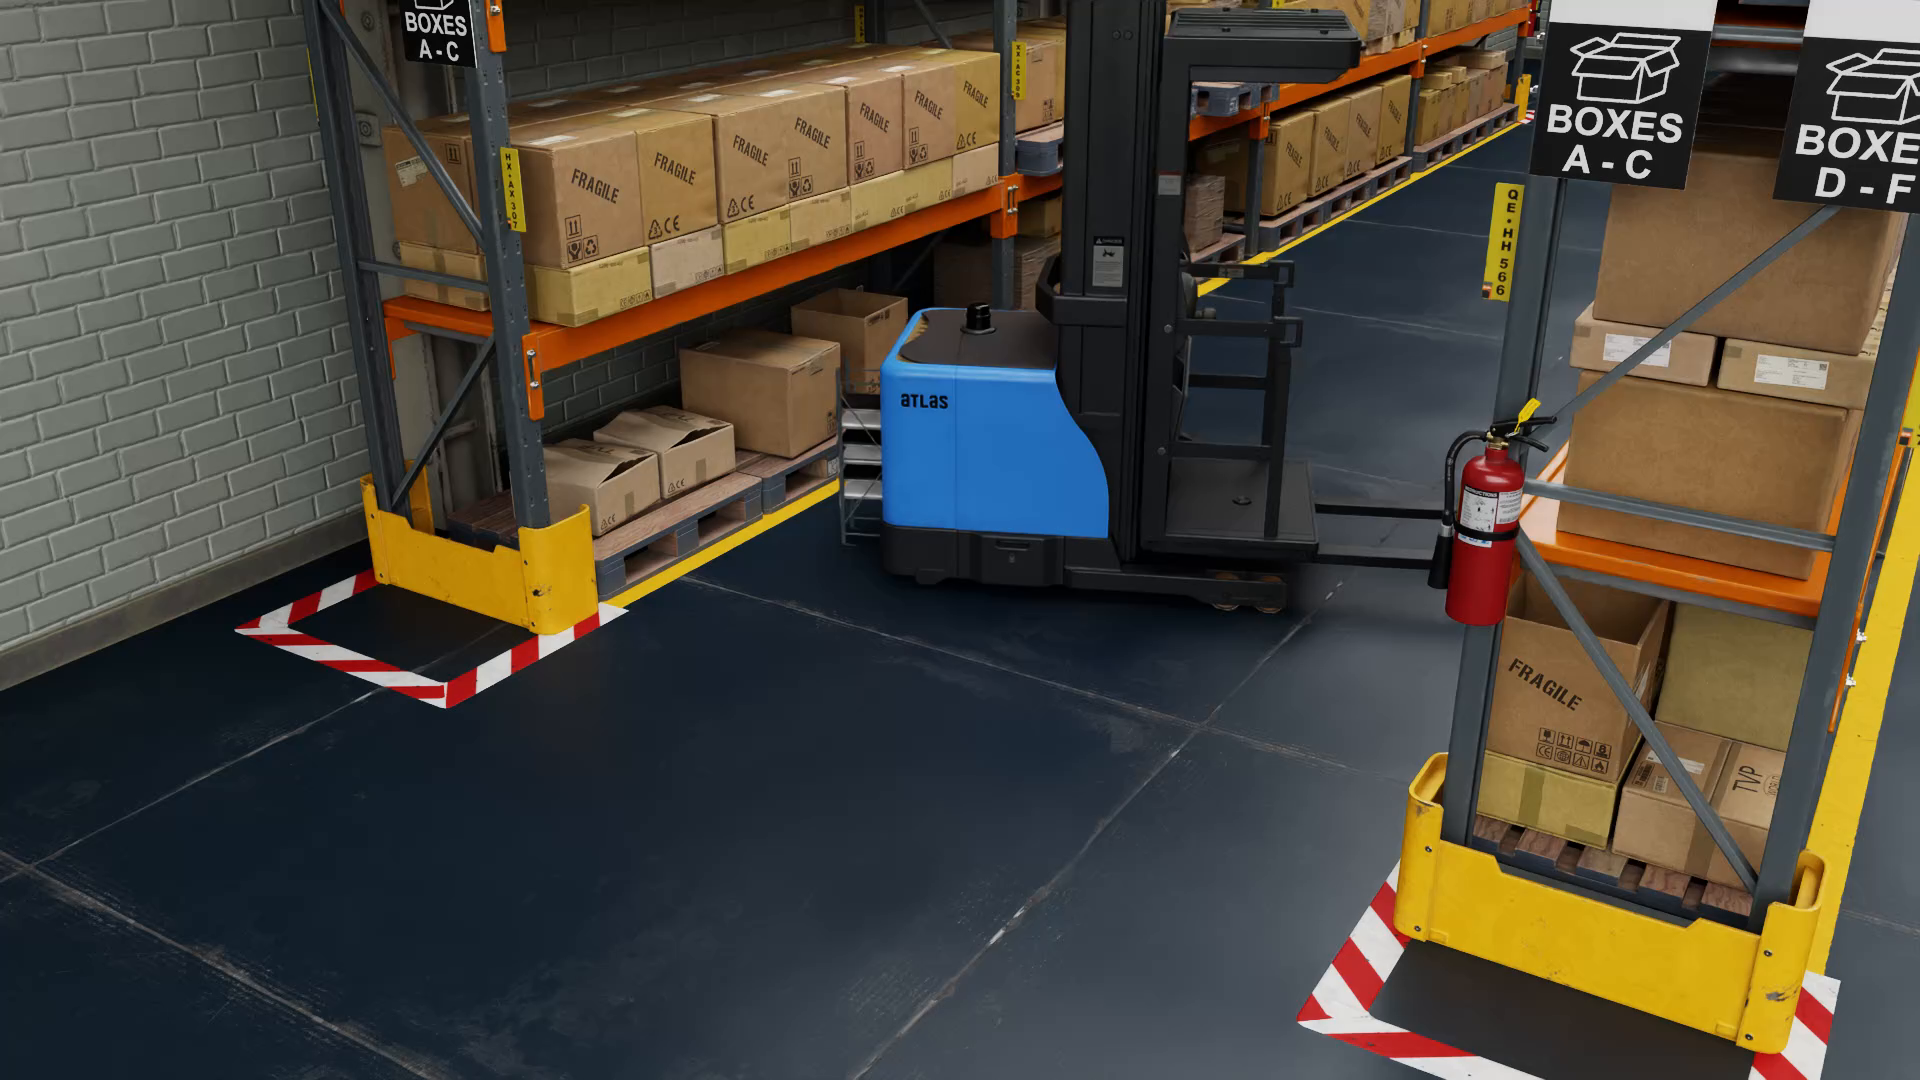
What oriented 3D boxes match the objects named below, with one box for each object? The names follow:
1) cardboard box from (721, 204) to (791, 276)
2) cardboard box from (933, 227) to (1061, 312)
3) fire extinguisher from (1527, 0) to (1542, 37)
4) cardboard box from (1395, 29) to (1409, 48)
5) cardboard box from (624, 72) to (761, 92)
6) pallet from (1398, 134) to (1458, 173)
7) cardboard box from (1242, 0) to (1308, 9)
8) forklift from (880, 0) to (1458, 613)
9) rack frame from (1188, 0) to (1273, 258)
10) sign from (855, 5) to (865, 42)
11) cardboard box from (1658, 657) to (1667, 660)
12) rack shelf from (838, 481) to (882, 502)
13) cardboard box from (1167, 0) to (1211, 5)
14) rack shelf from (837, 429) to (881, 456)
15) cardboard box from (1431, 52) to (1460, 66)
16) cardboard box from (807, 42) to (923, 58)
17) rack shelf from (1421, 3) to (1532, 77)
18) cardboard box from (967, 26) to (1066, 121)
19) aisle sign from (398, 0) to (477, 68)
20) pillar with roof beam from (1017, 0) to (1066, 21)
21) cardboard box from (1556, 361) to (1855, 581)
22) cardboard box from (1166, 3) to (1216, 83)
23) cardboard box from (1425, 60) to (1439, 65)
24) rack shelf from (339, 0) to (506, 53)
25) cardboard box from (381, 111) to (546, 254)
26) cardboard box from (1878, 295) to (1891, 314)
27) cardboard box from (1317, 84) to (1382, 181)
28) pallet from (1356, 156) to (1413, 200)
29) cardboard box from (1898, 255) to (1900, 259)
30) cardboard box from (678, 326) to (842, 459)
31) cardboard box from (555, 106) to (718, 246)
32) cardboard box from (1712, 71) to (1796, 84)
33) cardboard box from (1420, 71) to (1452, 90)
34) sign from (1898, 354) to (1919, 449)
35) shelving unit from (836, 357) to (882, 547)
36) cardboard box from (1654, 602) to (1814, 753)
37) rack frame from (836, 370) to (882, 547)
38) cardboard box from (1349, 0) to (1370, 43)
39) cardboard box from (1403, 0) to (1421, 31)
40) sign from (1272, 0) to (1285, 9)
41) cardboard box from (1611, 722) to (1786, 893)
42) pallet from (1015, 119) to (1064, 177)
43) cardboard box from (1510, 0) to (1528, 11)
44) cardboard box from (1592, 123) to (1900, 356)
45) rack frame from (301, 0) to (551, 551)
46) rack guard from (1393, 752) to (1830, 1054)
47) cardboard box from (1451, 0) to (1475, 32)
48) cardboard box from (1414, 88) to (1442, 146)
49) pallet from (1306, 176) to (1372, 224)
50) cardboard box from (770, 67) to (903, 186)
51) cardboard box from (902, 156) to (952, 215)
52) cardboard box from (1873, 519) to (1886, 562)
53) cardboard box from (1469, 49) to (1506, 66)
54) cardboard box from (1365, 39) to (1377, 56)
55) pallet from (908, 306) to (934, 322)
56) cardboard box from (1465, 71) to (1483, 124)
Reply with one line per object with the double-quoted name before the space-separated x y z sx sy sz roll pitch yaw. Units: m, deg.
"cardboard box" -1.172 -1.491 8.083 0.500 0.250 0.500 13 27 28
"cardboard box" 0.249 -1.761 11.134 0.700 0.500 0.500 15 28 31
"fire extinguisher" 6.677 -6.252 19.482 0.296 0.674 0.183 14 27 29
"cardboard box" 4.044 -4.784 15.817 0.380 0.149 0.250 14 27 30
"cardboard box" -1.358 -2.105 8.557 0.500 0.500 0.500 14 27 30
"pallet" 4.563 -4.115 17.489 1.003 0.211 1.213 14 27 29
"cardboard box" 2.459 -4.106 13.433 0.500 0.500 0.500 15 27 30
"forklift" 1.189 -1.242 7.428 3.031 2.935 1.130 3 24 8
"rack frame" 1.985 -3.804 13.262 1.000 3.000 0.127 14 27 29
"sign" -0.598 -3.100 10.179 0.100 0.325 0.005 14 27 29
"cardboard box" 2.523 0.419 6.440 0.500 0.250 0.500 14 27 29
"rack shelf" -0.449 -0.227 8.177 0.258 0.077 0.200 3 24 8
"cardboard box" 1.671 -4.115 12.484 0.380 0.149 0.250 9 25 20
"rack shelf" -0.450 -0.475 8.070 0.258 0.077 0.200 3 24 8
"cardboard box" 5.418 -5.419 18.793 0.380 0.149 0.250 14 27 29
"cardboard box" -0.550 -2.624 9.755 0.500 0.500 0.500 13 27 28
"rack shelf" 5.150 -5.499 18.082 1.077 0.370 4.000 14 27 29
"cardboard box" 0.473 -3.054 10.848 0.700 0.500 0.500 17 29 34
"aisle sign" -2.018 -2.210 6.307 0.394 0.787 0.004 14 27 29
"pillar with roof beam" 4.222 -5.398 9.391 9.100 9.000 0.400 14 27 29
"cardboard box" 2.233 -0.268 4.967 0.700 0.500 0.500 14 27 29
"cardboard box" 1.474 -3.697 12.334 0.700 0.500 0.500 11 26 24
"cardboard box" 5.016 -5.161 18.197 0.380 0.149 0.250 13 27 28
"rack shelf" -1.180 -2.825 8.131 1.077 0.370 4.000 14 27 29
"cardboard box" -2.167 -1.592 7.372 0.500 0.500 0.500 14 27 28
"cardboard box" 2.635 -0.672 5.083 0.380 0.149 0.250 14 27 29
"cardboard box" 3.396 -3.813 15.460 0.750 0.750 0.750 15 27 31
"pallet" 3.752 -3.598 16.296 1.003 0.211 1.213 14 27 29
"cardboard box" 3.043 -0.933 5.687 0.380 0.149 0.250 13 27 28
"cardboard box" -1.063 -0.803 8.922 0.700 0.500 0.500 12 26 26
"cardboard box" -1.459 -1.651 7.509 0.500 0.500 0.500 14 27 29
"cardboard box" 3.063 -1.399 5.948 0.700 0.500 0.500 14 27 29
"cardboard box" 4.912 -4.806 17.377 0.380 0.149 0.250 15 28 31
"sign" 2.444 -0.382 4.168 0.100 0.325 0.005 14 27 29
"shelving unit" -0.450 -0.423 8.093 0.258 0.900 0.210 3 24 8
"cardboard box" 2.710 0.354 5.644 0.500 0.500 0.500 14 27 29
"rack frame" -0.465 -0.383 8.000 0.240 0.900 0.006 3 24 8
"cardboard box" 3.274 -4.625 14.633 0.500 0.500 0.500 15 27 30
"cardboard box" 4.066 -5.137 15.815 0.500 0.500 0.500 13 27 28
"sign" 2.451 -4.189 12.792 0.100 0.325 0.005 14 27 29
"cardboard box" 2.447 0.868 5.403 0.500 0.250 0.500 14 27 29
"pallet" 0.402 -2.593 10.707 1.003 0.211 1.213 14 27 29
"cardboard box" 5.944 -6.468 19.037 0.980 0.700 0.700 15 28 31
"cardboard box" 2.261 -0.881 4.751 0.700 0.500 0.500 14 27 29
"rack frame" -2.235 -1.104 7.024 1.000 3.000 0.127 14 27 29
"rack guard" 1.963 1.088 5.107 1.175 0.500 0.348 14 27 29
"cardboard box" 4.785 -5.717 17.302 0.980 0.700 0.700 13 27 28
"cardboard box" 4.577 -4.431 17.327 0.700 0.500 0.500 14 27 30
"pallet" 3.109 -3.185 15.341 1.003 0.211 1.213 14 27 29
"cardboard box" -0.645 -2.177 8.722 0.500 0.500 0.500 13 27 27
"cardboard box" -0.387 -2.005 9.268 0.500 0.250 0.500 14 27 29
"cardboard box" 4.027 -0.146 7.743 0.500 0.250 0.500 14 27 29
"cardboard box" 6.008 -5.509 19.001 0.380 0.149 0.250 14 27 28
"cardboard box" 3.594 -4.536 15.244 0.380 0.149 0.250 14 27 29
"pallet" 0.284 -1.437 11.305 1.003 0.211 1.213 14 27 29
"cardboard box" 5.392 -4.954 18.535 0.700 0.500 0.500 13 27 27
